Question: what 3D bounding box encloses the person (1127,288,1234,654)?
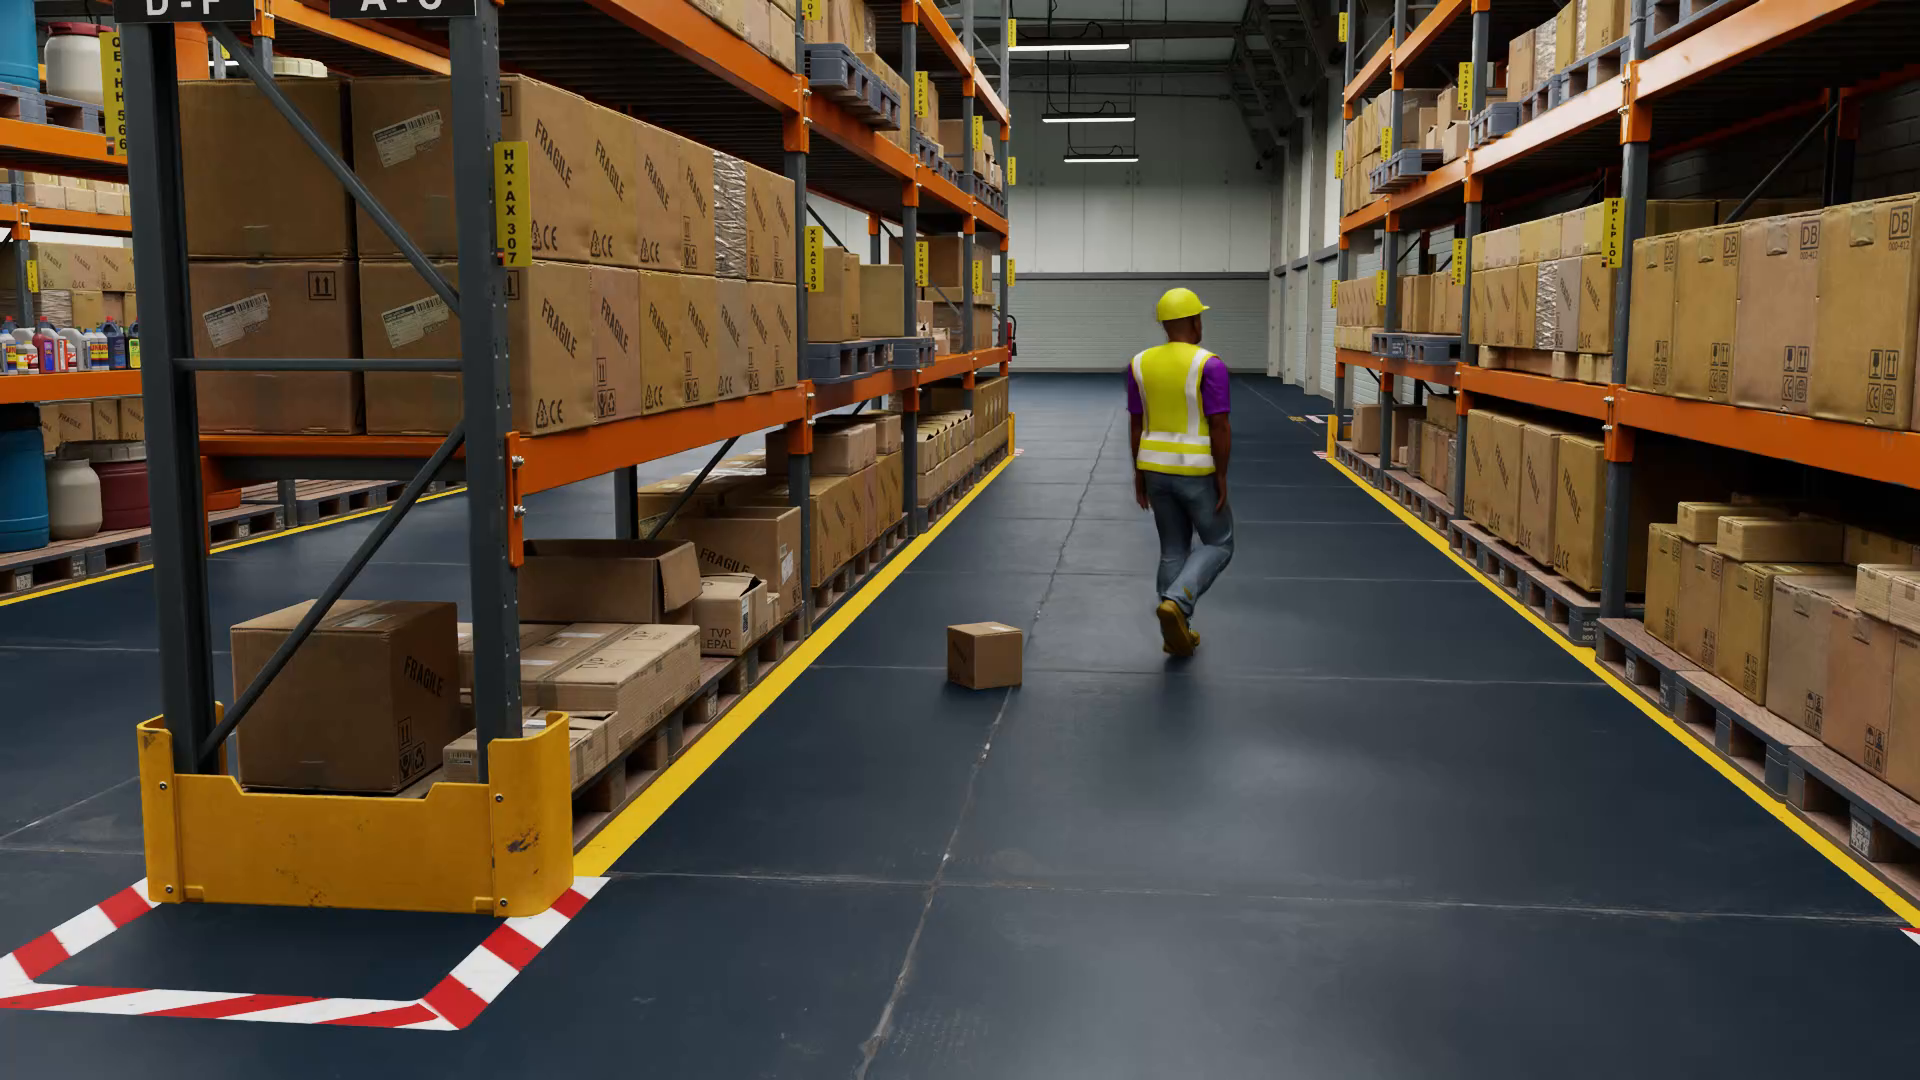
[{"bbox_3d":[1.043,-0.322,7.964,0.564,1.755,0.550,6,10,38],"label":"person"}]
